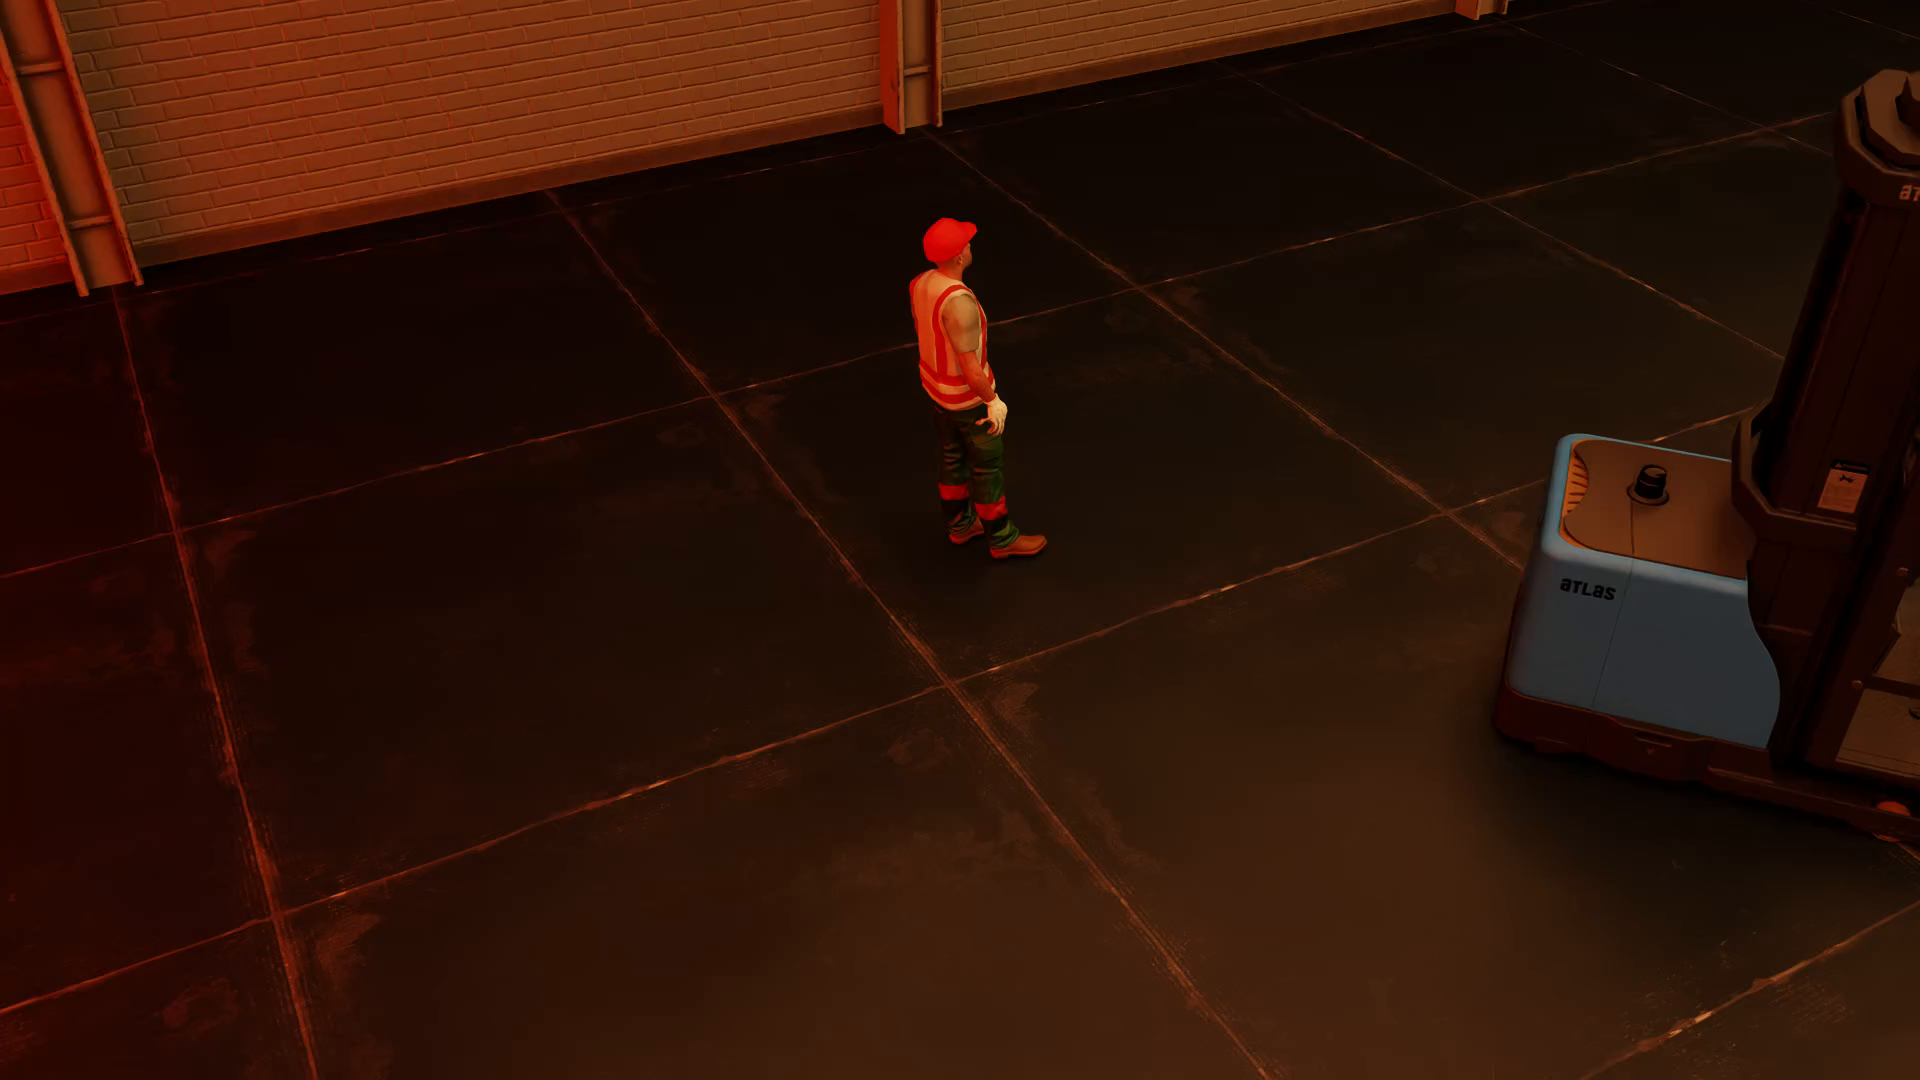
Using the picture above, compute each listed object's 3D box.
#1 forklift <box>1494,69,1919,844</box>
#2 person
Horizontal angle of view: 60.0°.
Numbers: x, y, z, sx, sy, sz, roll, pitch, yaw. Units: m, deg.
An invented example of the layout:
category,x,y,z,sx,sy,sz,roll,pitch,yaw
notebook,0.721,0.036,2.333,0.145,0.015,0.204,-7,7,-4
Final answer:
category,x,y,z,sx,sy,sz,roll,pitch,yaw
forklift,3.945,-0.257,6.486,3.031,2.935,1.130,12,37,17
person,0.077,-0.752,8.164,0.562,1.790,0.637,-17,39,-23
